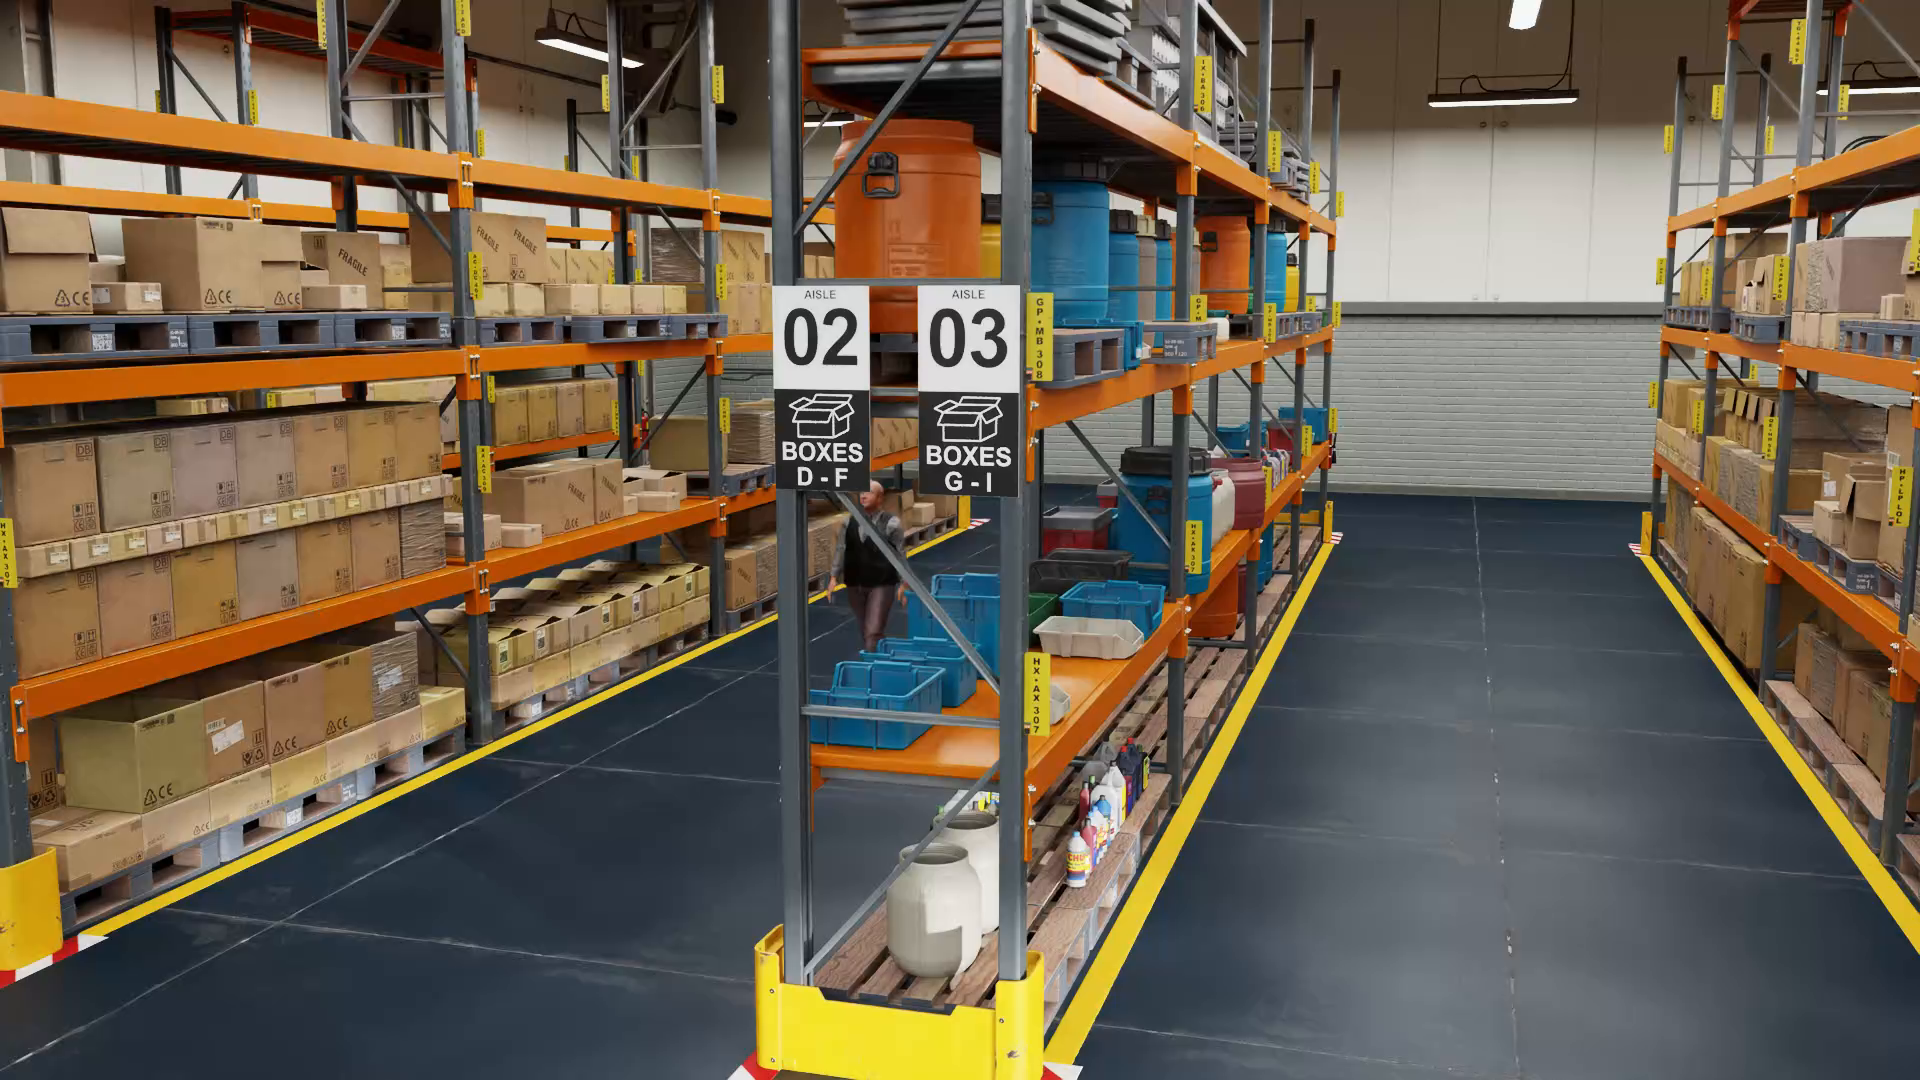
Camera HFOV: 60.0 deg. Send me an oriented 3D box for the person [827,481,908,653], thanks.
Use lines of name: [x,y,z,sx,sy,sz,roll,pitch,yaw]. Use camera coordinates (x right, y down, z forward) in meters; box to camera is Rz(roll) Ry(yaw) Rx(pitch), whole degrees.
person: [-0.762,0.384,13.178,0.579,1.695,0.904,4,9,25]
